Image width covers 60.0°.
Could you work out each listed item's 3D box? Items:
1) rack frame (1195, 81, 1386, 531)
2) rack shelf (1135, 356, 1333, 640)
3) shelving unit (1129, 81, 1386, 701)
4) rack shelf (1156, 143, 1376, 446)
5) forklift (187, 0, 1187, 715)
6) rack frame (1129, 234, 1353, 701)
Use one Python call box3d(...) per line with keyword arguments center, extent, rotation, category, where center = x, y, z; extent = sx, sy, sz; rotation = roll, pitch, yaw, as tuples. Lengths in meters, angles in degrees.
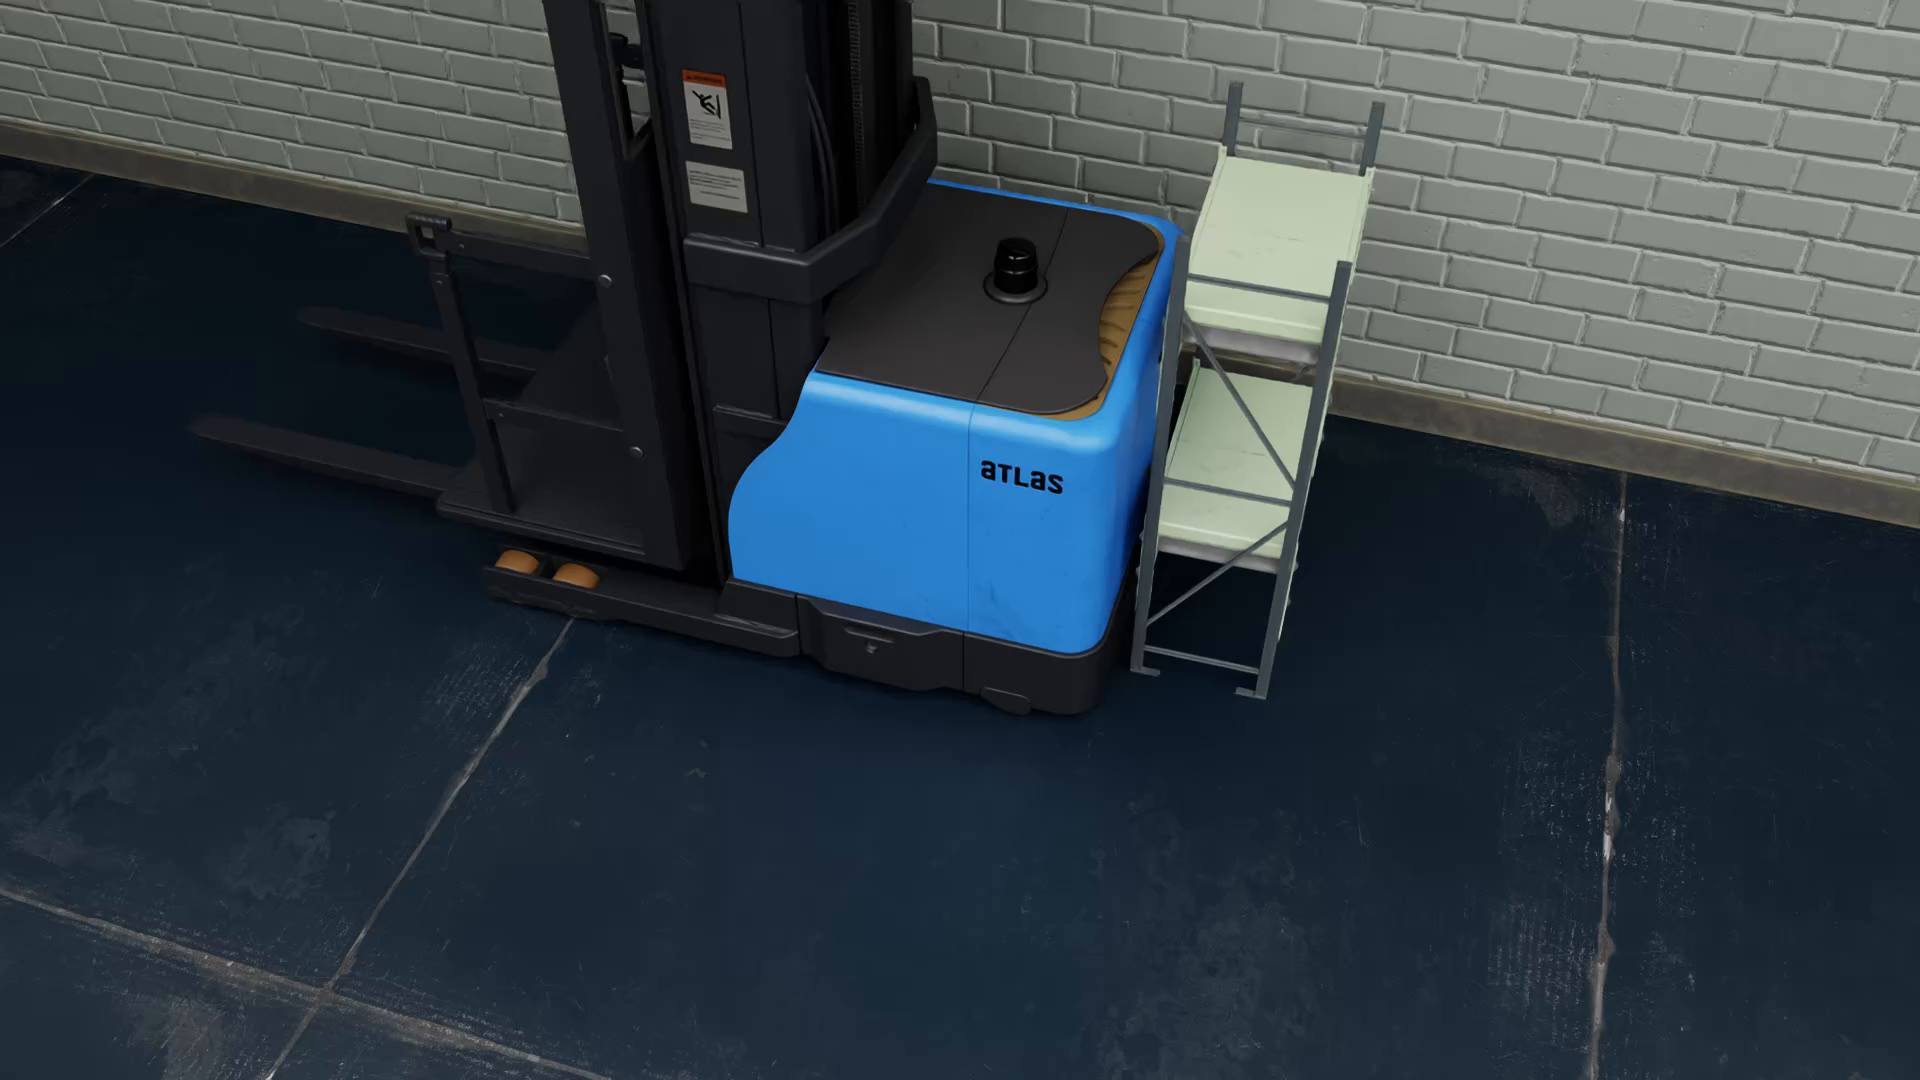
box3d(center=(0.893, -0.613, 4.804), extent=(0.400, 1.500, 0.023), rotation=(11, 46, 11), category="rack frame")
box3d(center=(0.791, -0.134, 4.780), extent=(0.431, 0.370, 0.720), rotation=(11, 46, 11), category="rack shelf")
box3d(center=(0.791, -0.367, 4.552), extent=(0.431, 1.500, 0.755), rotation=(11, 46, 11), category="shelving unit")
box3d(center=(0.791, -0.646, 4.279), extent=(0.431, 0.370, 0.720), rotation=(11, 46, 11), category="rack shelf")
box3d(center=(-0.921, -1.153, 4.333), extent=(3.031, 2.935, 1.130), rotation=(12, 46, 12), category="forklift")
box3d(center=(0.689, -0.121, 4.301), extent=(0.400, 1.500, 0.023), rotation=(11, 46, 11), category="rack frame")
